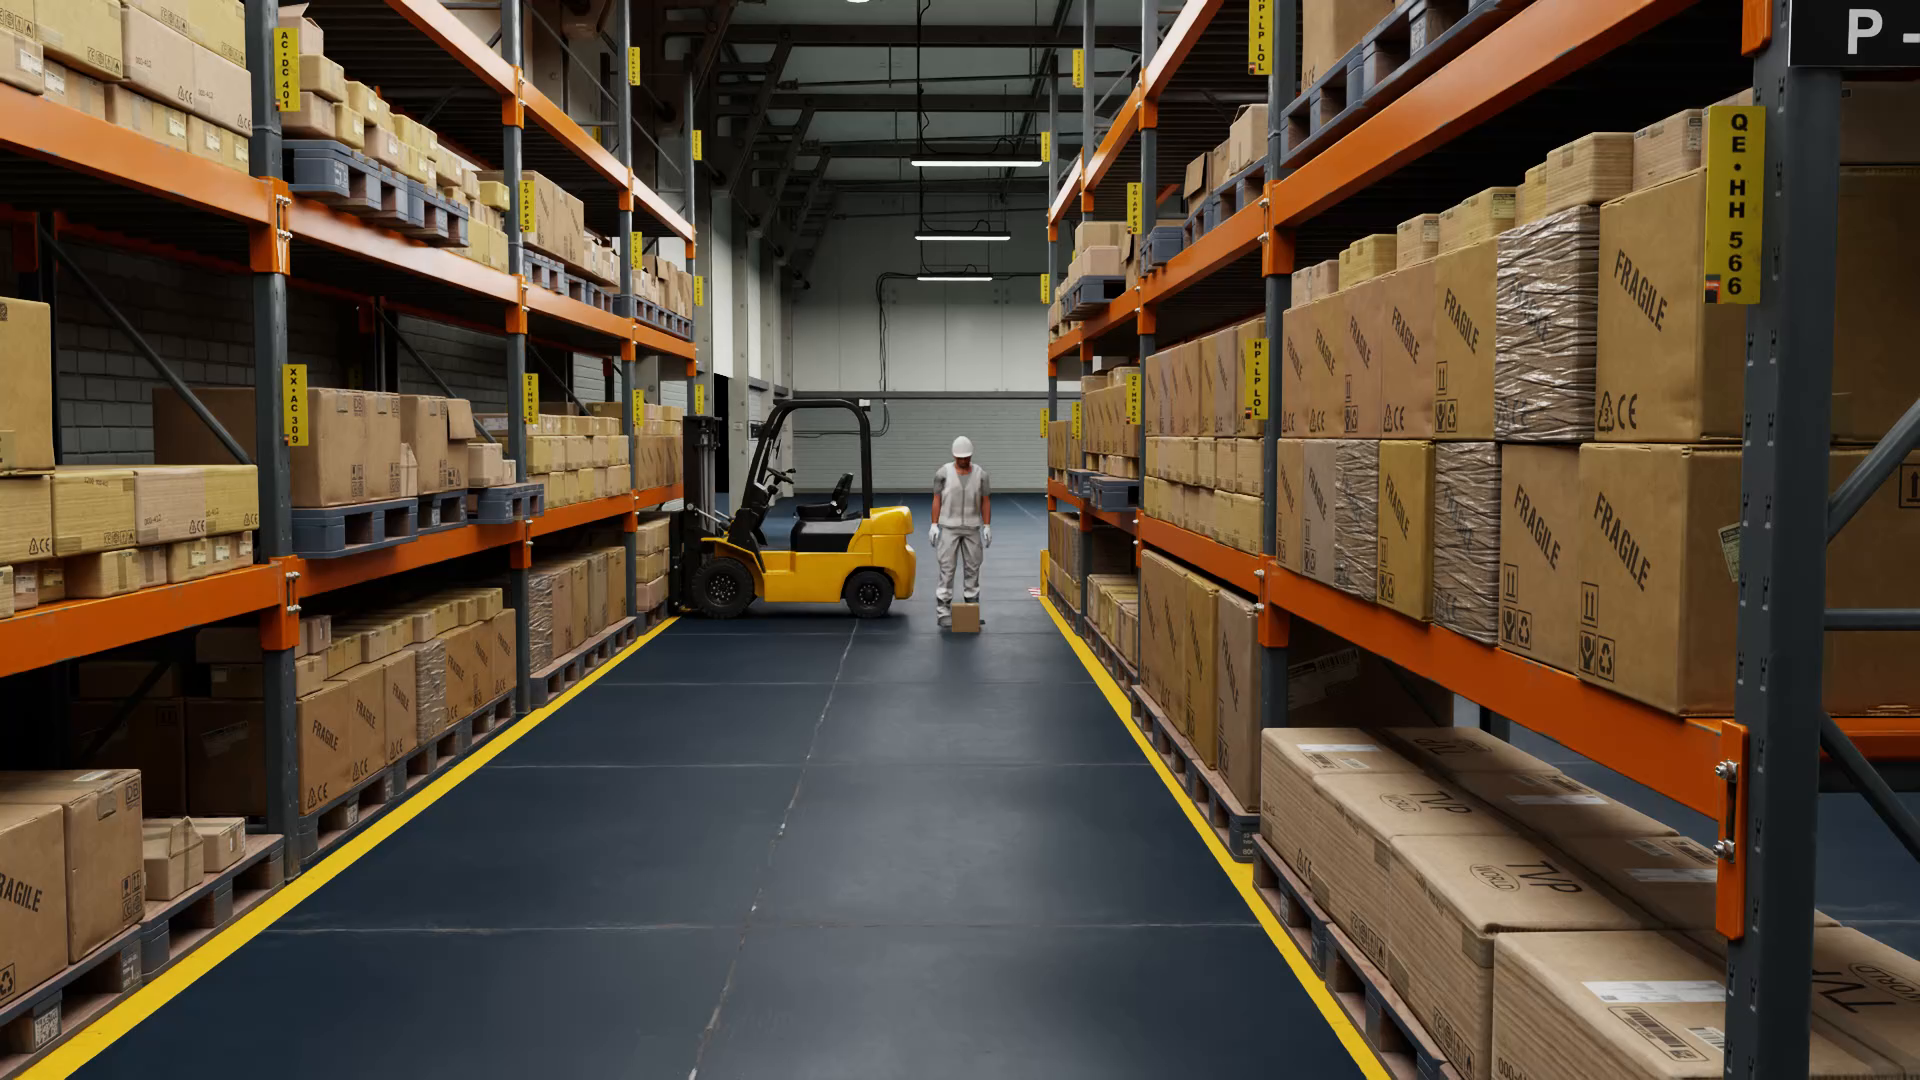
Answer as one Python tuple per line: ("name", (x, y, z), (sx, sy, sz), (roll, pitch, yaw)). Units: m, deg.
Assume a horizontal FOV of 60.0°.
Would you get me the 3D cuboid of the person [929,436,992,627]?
("person", (0.020, -0.082, 15.526), (0.592, 1.772, 0.411), (-1, 4, -11))
